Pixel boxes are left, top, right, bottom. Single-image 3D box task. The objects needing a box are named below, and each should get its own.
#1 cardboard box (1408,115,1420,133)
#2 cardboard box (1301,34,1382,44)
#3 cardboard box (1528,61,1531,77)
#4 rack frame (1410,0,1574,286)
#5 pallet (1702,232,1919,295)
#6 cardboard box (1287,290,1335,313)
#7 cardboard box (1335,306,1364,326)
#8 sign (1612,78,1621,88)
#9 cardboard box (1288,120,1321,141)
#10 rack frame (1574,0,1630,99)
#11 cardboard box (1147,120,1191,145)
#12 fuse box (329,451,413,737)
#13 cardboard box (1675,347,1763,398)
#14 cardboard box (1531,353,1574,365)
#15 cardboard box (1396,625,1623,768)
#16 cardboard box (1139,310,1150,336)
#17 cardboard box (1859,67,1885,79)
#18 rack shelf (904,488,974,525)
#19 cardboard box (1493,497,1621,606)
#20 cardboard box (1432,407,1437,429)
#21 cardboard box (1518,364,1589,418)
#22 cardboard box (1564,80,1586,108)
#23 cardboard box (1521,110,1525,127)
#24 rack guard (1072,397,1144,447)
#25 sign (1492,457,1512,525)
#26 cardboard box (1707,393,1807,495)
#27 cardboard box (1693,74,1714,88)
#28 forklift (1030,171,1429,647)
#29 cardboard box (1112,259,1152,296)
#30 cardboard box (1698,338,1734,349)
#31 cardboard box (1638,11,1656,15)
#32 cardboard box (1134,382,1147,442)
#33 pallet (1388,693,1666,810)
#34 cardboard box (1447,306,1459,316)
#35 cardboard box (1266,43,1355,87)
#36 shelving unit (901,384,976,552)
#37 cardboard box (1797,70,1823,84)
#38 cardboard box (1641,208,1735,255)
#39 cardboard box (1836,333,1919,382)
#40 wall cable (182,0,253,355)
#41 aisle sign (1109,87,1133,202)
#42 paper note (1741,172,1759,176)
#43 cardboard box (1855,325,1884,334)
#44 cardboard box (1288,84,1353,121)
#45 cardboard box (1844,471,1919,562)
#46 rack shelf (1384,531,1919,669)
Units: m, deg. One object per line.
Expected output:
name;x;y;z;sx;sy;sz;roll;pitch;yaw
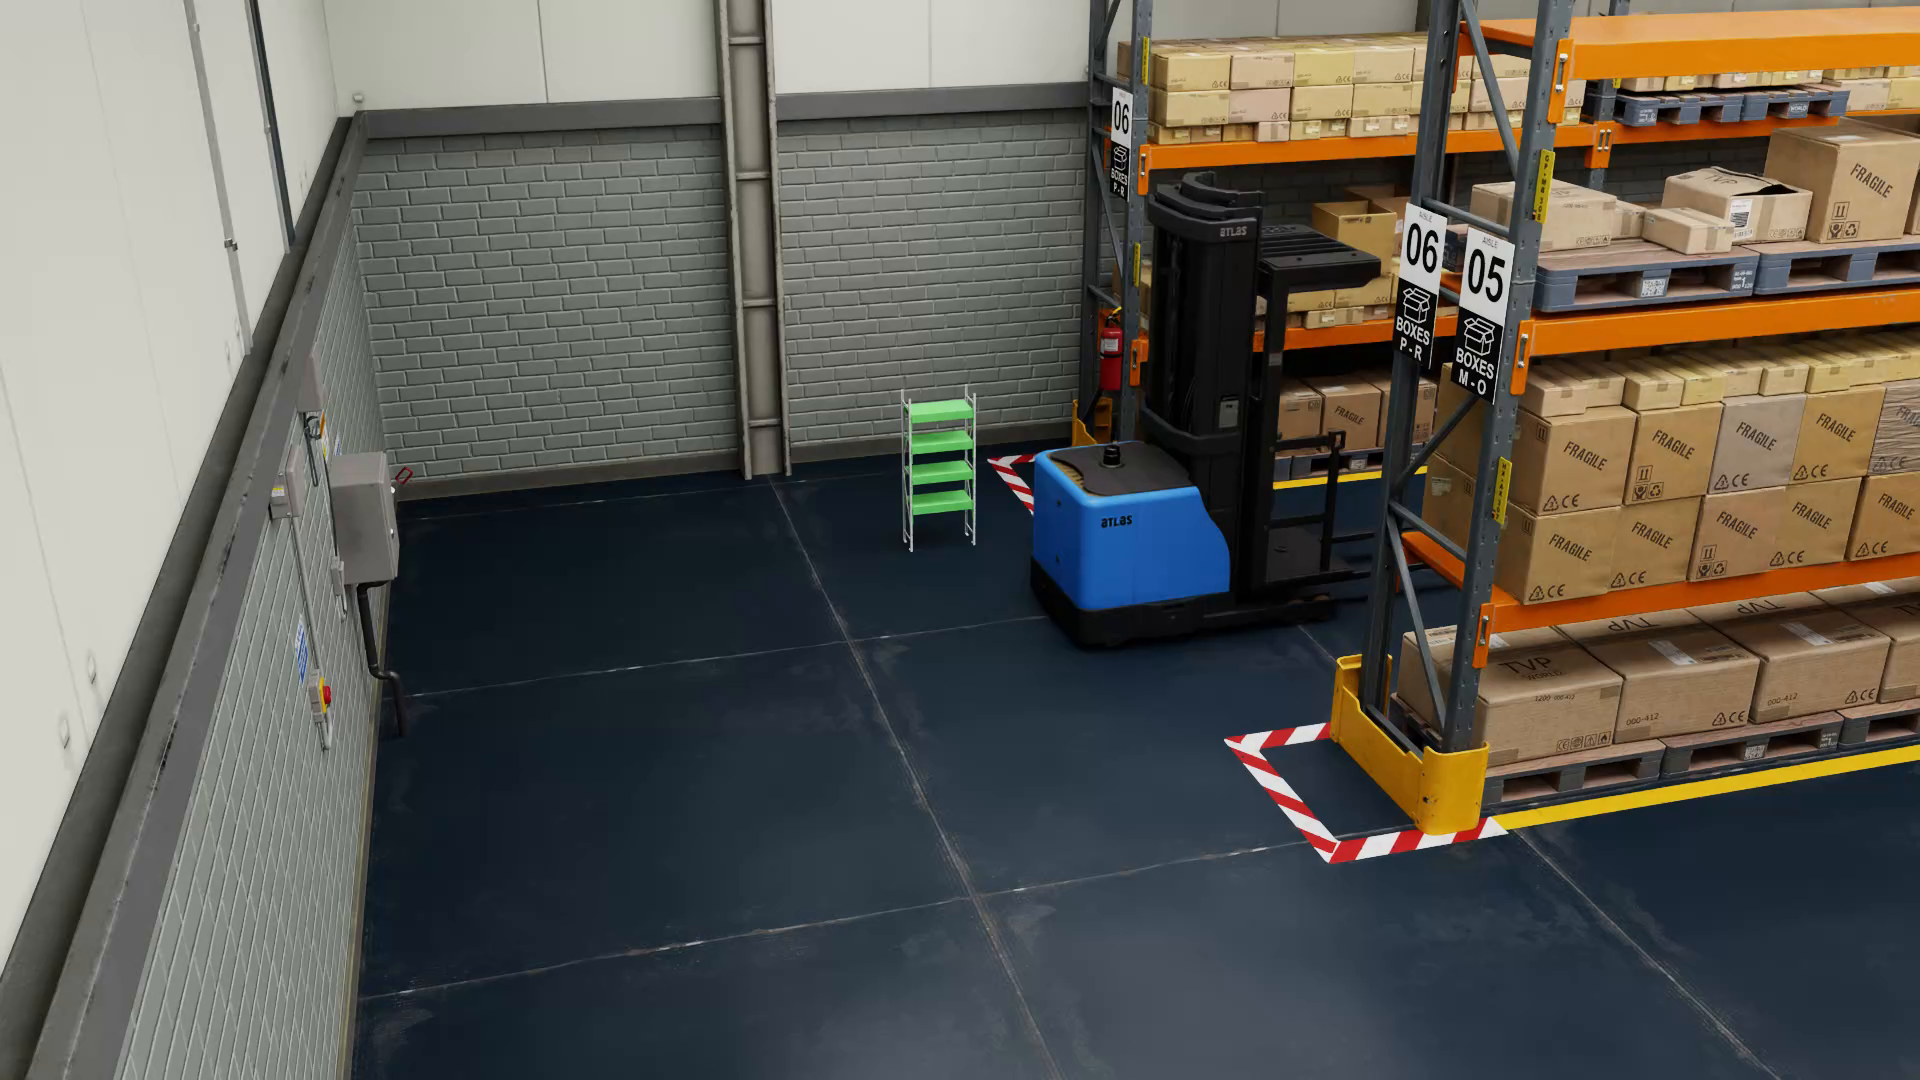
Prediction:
cardboard box;3.541;-3.323;13.134;0.250;0.149;0.380;-6;24;-14
cardboard box;3.033;-3.891;13.320;0.500;0.250;0.500;-6;24;-14
cardboard box;4.628;-3.862;13.252;0.500;0.250;0.500;-6;24;-14
rack frame;2.542;-2.778;7.742;0.127;3.000;1.000;-6;24;-14
pallet;4.430;-1.573;8.851;1.213;0.211;1.003;-6;24;-14
cardboard box;2.679;-2.028;13.415;0.500;0.250;0.500;-7;24;-15
cardboard box;3.090;-1.875;13.564;0.250;0.149;0.380;-6;24;-13
sign;5.203;-3.742;13.137;0.005;0.325;0.100;-6;24;-14
cardboard box;2.582;-3.191;12.827;0.250;0.149;0.380;-6;24;-15
rack frame;5.049;-5.088;13.126;0.127;3.000;1.000;-6;24;-14
cardboard box;1.567;-3.114;12.647;0.250;0.149;0.380;-6;24;-13
fuse box;-3.308;0.368;9.654;0.414;1.711;0.539;-6;24;-14
cardboard box;3.960;-0.879;8.708;0.250;0.149;0.380;-6;24;-14
cardboard box;3.071;-0.975;8.931;0.250;0.149;0.380;-6;24;-13
cardboard box;3.150;0.855;9.600;0.875;0.438;0.875;-7;24;-16
cardboard box;1.588;-1.720;13.204;0.250;0.149;0.380;-6;24;-15
cardboard box;7.628;-4.032;14.153;0.250;0.149;0.380;-6;24;-14
rack shelf;-0.159;-0.254;12.522;0.480;0.148;0.258;-6;24;-14
cardboard box;3.081;-0.009;8.770;0.500;0.500;0.500;-7;24;-15
cardboard box;4.248;-1.059;14.278;0.258;0.266;0.396;-5;24;-12
cardboard box;2.958;-0.757;8.423;0.250;0.149;0.380;-6;24;-13
cardboard box;4.652;-3.631;13.347;0.500;0.250;0.500;-6;24;-14
cardboard box;4.546;-3.419;13.358;0.250;0.149;0.380;-6;24;-14
rack guard;1.270;-0.764;13.828;0.348;0.500;1.175;-6;24;-14
sign;2.686;-0.244;8.246;0.005;0.325;0.100;-6;24;-14
cardboard box;4.070;-0.585;8.844;0.500;0.500;0.500;-6;24;-15
cardboard box;5.920;-3.792;13.570;0.250;0.149;0.380;-6;24;-14
forklift;2.070;-0.966;11.214;3.031;2.935;1.130;-7;24;-16
cardboard box;1.568;-2.123;13.636;0.500;0.250;0.500;-6;24;-13
cardboard box;4.047;-1.095;9.212;0.250;0.149;0.380;-6;24;-13
cardboard box;5.570;-4.260;13.756;0.258;0.266;0.396;-6;24;-14
cardboard box;1.812;-0.980;13.793;0.637;0.503;0.797;-7;24;-16
pallet;3.290;1.146;9.743;1.213;0.211;1.003;-6;24;-14
cardboard box;4.061;-1.995;13.845;0.250;0.149;0.380;-6;24;-13
cardboard box;2.667;-3.639;12.731;0.500;0.250;0.500;-7;24;-15
shelving unit;-0.159;-0.534;12.402;0.503;1.200;0.258;-6;24;-14
cardboard box;6.917;-3.887;13.791;0.250;0.149;0.380;-6;24;-13
cardboard box;3.651;-1.551;8.347;0.250;0.149;0.380;-5;24;-12
cardboard box;4.934;-0.985;8.954;0.250;0.149;0.380;-7;24;-15
wall cable;-2.859;-2.065;6.081;0.029;3.000;0.463;-6;24;-14
aisle sign;1.211;-2.981;12.527;0.004;0.787;0.394;-6;24;-14
paper note;4.407;-2.039;9.286;0.123;0.032;0.006;-6;24;-14
cardboard box;5.022;-1.218;9.498;0.250;0.149;0.380;-7;24;-16
cardboard box;2.678;-3.407;12.824;0.500;0.250;0.500;-7;24;-16
cardboard box;5.041;-0.231;9.287;0.500;0.500;0.500;-7;24;-15
rack shelf;4.467;0.097;9.563;4.000;0.370;1.077;-6;24;-14
